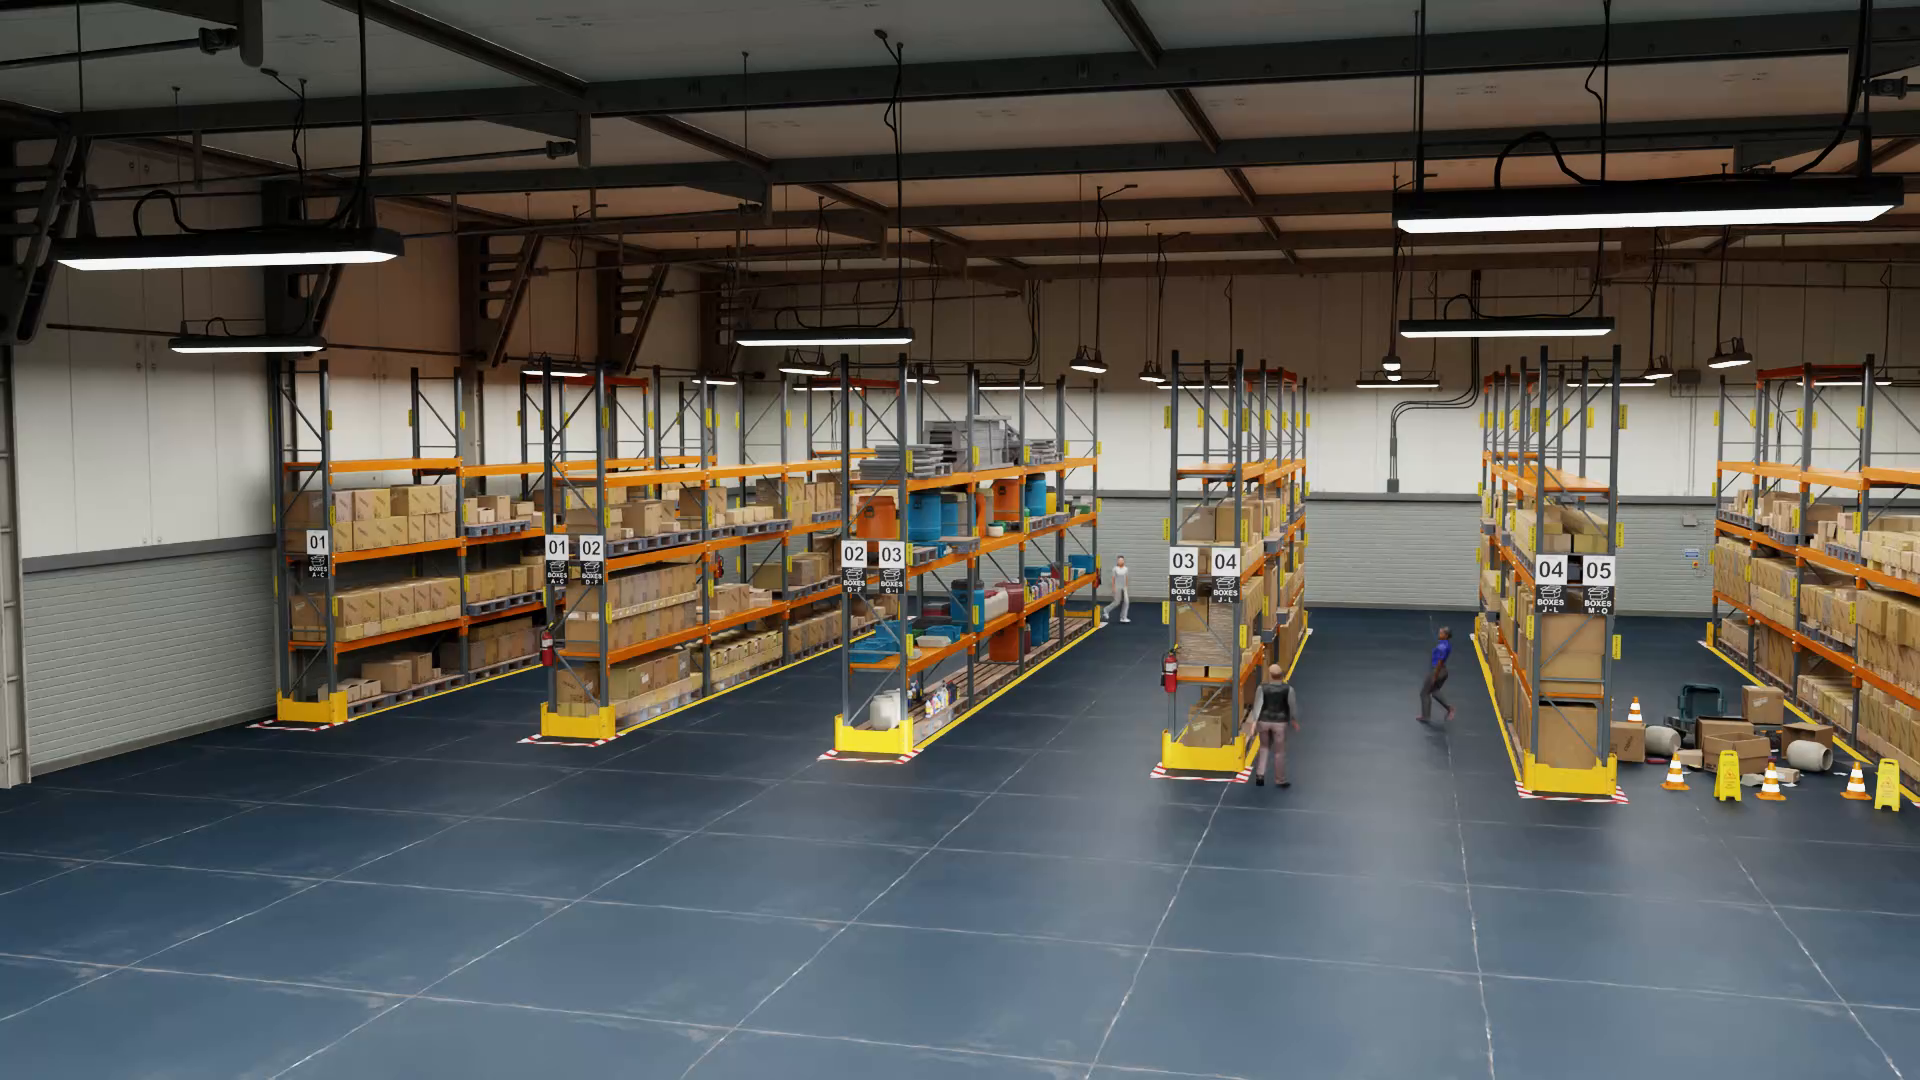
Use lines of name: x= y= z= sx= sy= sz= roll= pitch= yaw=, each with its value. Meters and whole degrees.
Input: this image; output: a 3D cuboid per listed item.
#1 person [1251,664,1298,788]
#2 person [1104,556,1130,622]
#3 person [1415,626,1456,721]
person: x=4.287 y=2.530 z=22.621 sx=0.586 sy=1.727 sz=0.553 roll=3 pitch=5 yaw=33
person: x=3.930 y=1.202 z=41.252 sx=0.471 sy=1.642 sz=0.704 roll=-4 pitch=5 yaw=-41
person: x=7.872 y=2.226 z=27.589 sx=0.680 sy=1.611 sz=0.466 roll=3 pitch=5 yaw=38
